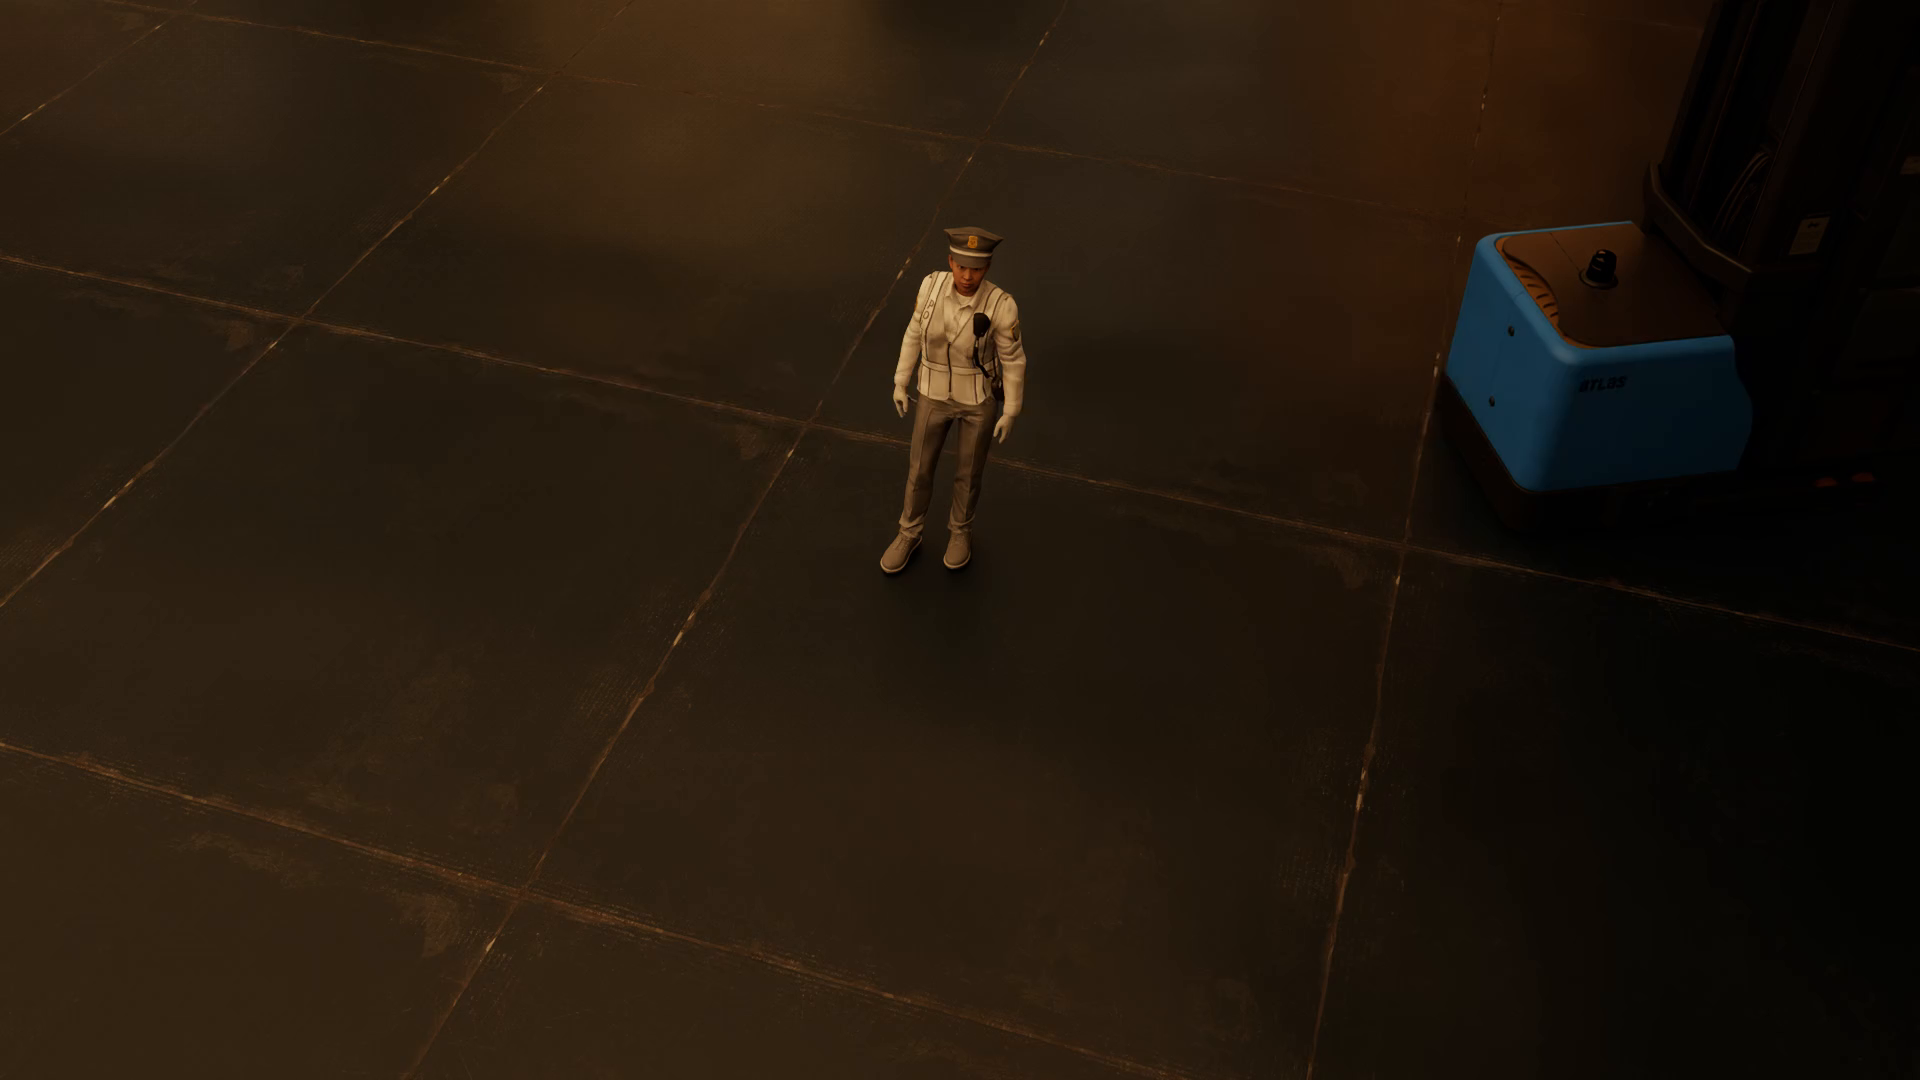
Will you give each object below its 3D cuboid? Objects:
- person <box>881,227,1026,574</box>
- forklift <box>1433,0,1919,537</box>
[{"bbox_3d":[-0.027,-0.583,7.212,0.586,1.694,0.532,12,44,13],"label":"person"},{"bbox_3d":[3.973,-1.566,7.373,3.031,2.935,1.130,-7,43,-7],"label":"forklift"}]
